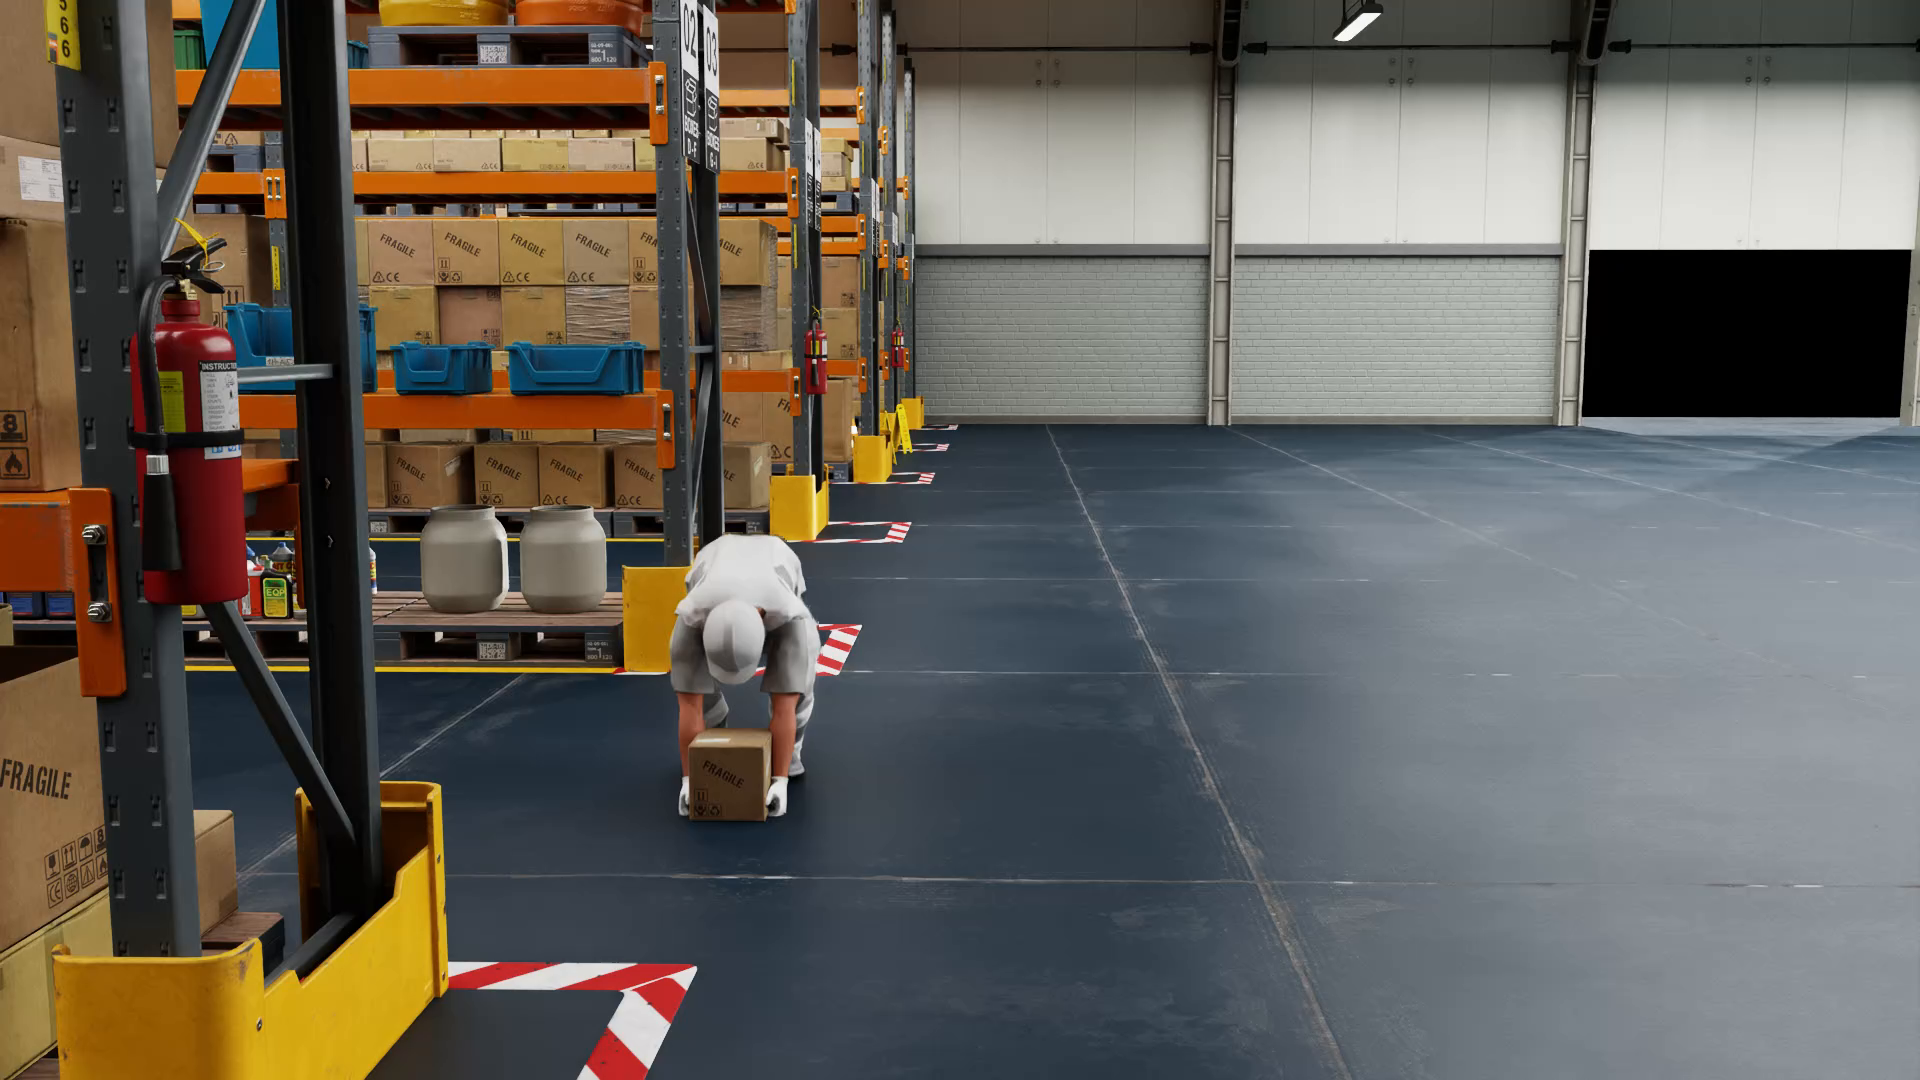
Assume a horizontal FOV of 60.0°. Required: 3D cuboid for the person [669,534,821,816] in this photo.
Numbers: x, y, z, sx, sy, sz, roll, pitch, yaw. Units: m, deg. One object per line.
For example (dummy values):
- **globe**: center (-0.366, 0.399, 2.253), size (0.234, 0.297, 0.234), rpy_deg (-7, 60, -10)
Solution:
- **person**: center (-0.761, 0.451, 5.840), size (0.537, 0.893, 0.961), rpy_deg (0, 7, -1)
